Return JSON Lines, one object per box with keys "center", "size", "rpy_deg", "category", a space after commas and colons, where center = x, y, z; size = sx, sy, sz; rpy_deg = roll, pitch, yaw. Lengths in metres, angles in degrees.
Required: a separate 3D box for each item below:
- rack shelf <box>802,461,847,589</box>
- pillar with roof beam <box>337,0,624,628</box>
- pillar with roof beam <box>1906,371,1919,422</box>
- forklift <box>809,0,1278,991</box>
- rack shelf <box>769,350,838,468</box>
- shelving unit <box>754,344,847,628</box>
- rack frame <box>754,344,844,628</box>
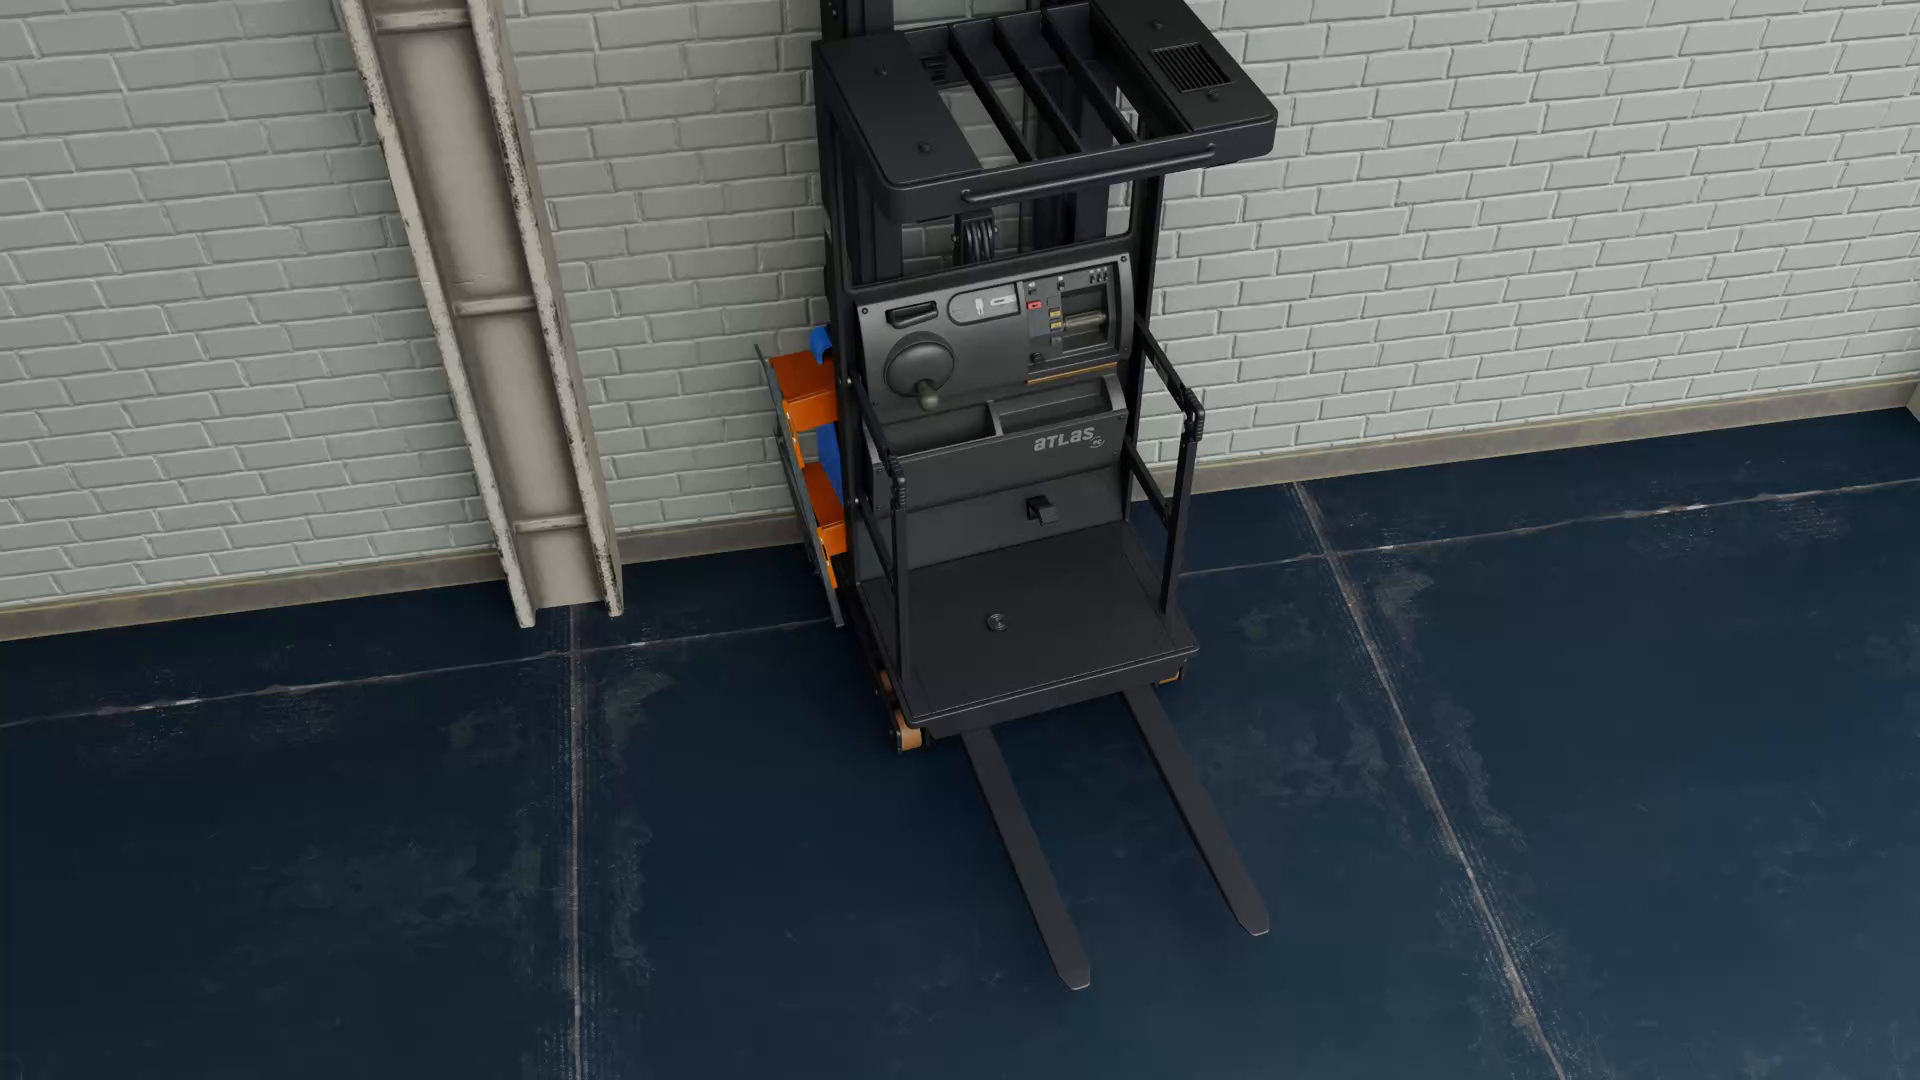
{"center": [-0.100, -0.208, 6.403], "size": [1.000, 0.278, 0.538], "rpy_deg": [-18, 34, -8], "category": "rack shelf"}
{"center": [-0.798, 0.139, 0.367], "size": [0.400, 9.000, 9.100], "rpy_deg": [-7, 46, -7], "category": "pillar with roof beam"}
{"center": [5.114, -0.598, 1.077], "size": [0.400, 9.000, 9.100], "rpy_deg": [-7, 46, -7], "category": "pillar with roof beam"}
{"center": [0.193, -0.589, 5.282], "size": [1.130, 2.935, 3.031], "rpy_deg": [-13, 48, -12], "category": "forklift"}
{"center": [-0.194, -0.644, 6.103], "size": [1.000, 0.278, 0.538], "rpy_deg": [-18, 34, -8], "category": "rack shelf"}
{"center": [-0.142, -0.407, 6.266], "size": [1.048, 1.125, 0.538], "rpy_deg": [-18, 34, -8], "category": "shelving unit"}
{"center": [-0.622, -0.254, 6.194], "size": [0.032, 1.125, 0.500], "rpy_deg": [-18, 34, -8], "category": "rack frame"}
